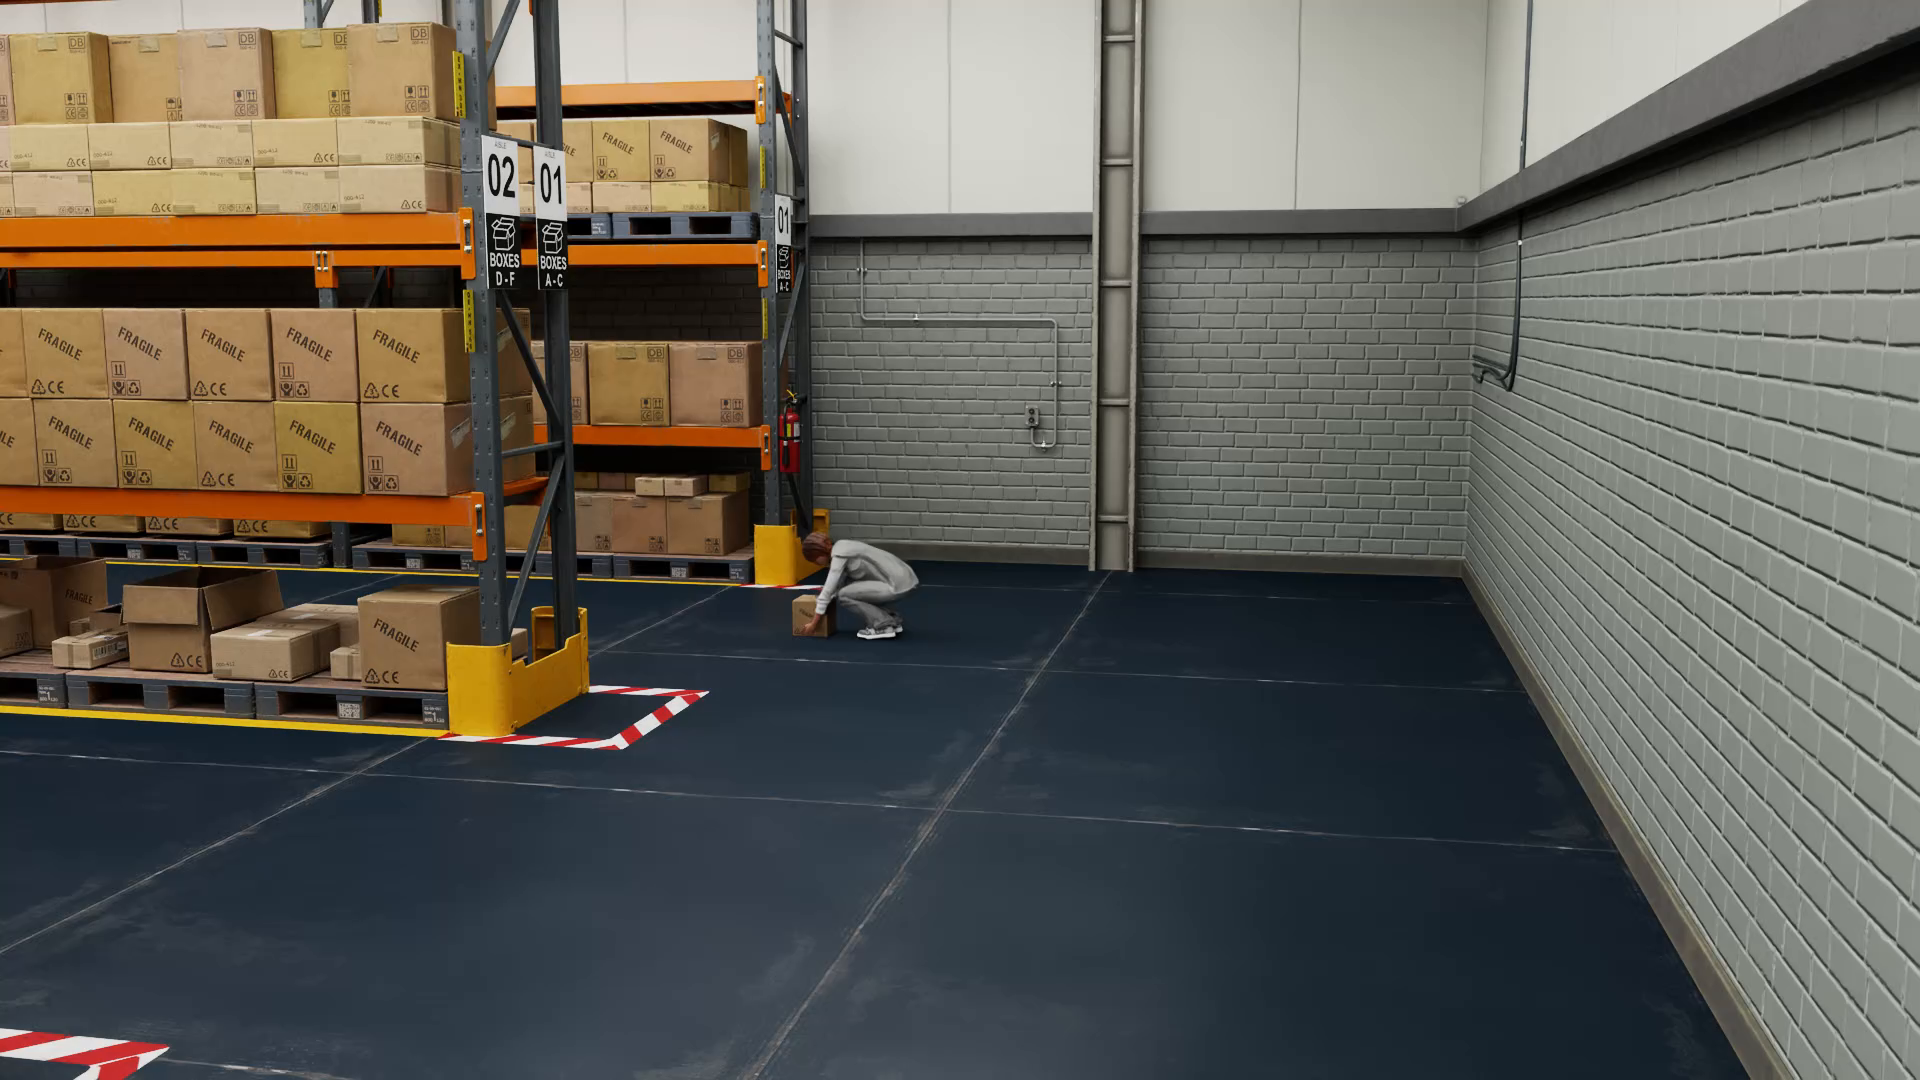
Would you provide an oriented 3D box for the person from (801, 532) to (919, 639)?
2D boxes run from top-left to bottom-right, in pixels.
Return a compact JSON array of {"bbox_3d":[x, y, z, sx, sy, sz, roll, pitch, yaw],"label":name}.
[{"bbox_3d":[-0.703,0.327,11.729,0.816,0.764,0.435,2,8,11],"label":"person"}]
